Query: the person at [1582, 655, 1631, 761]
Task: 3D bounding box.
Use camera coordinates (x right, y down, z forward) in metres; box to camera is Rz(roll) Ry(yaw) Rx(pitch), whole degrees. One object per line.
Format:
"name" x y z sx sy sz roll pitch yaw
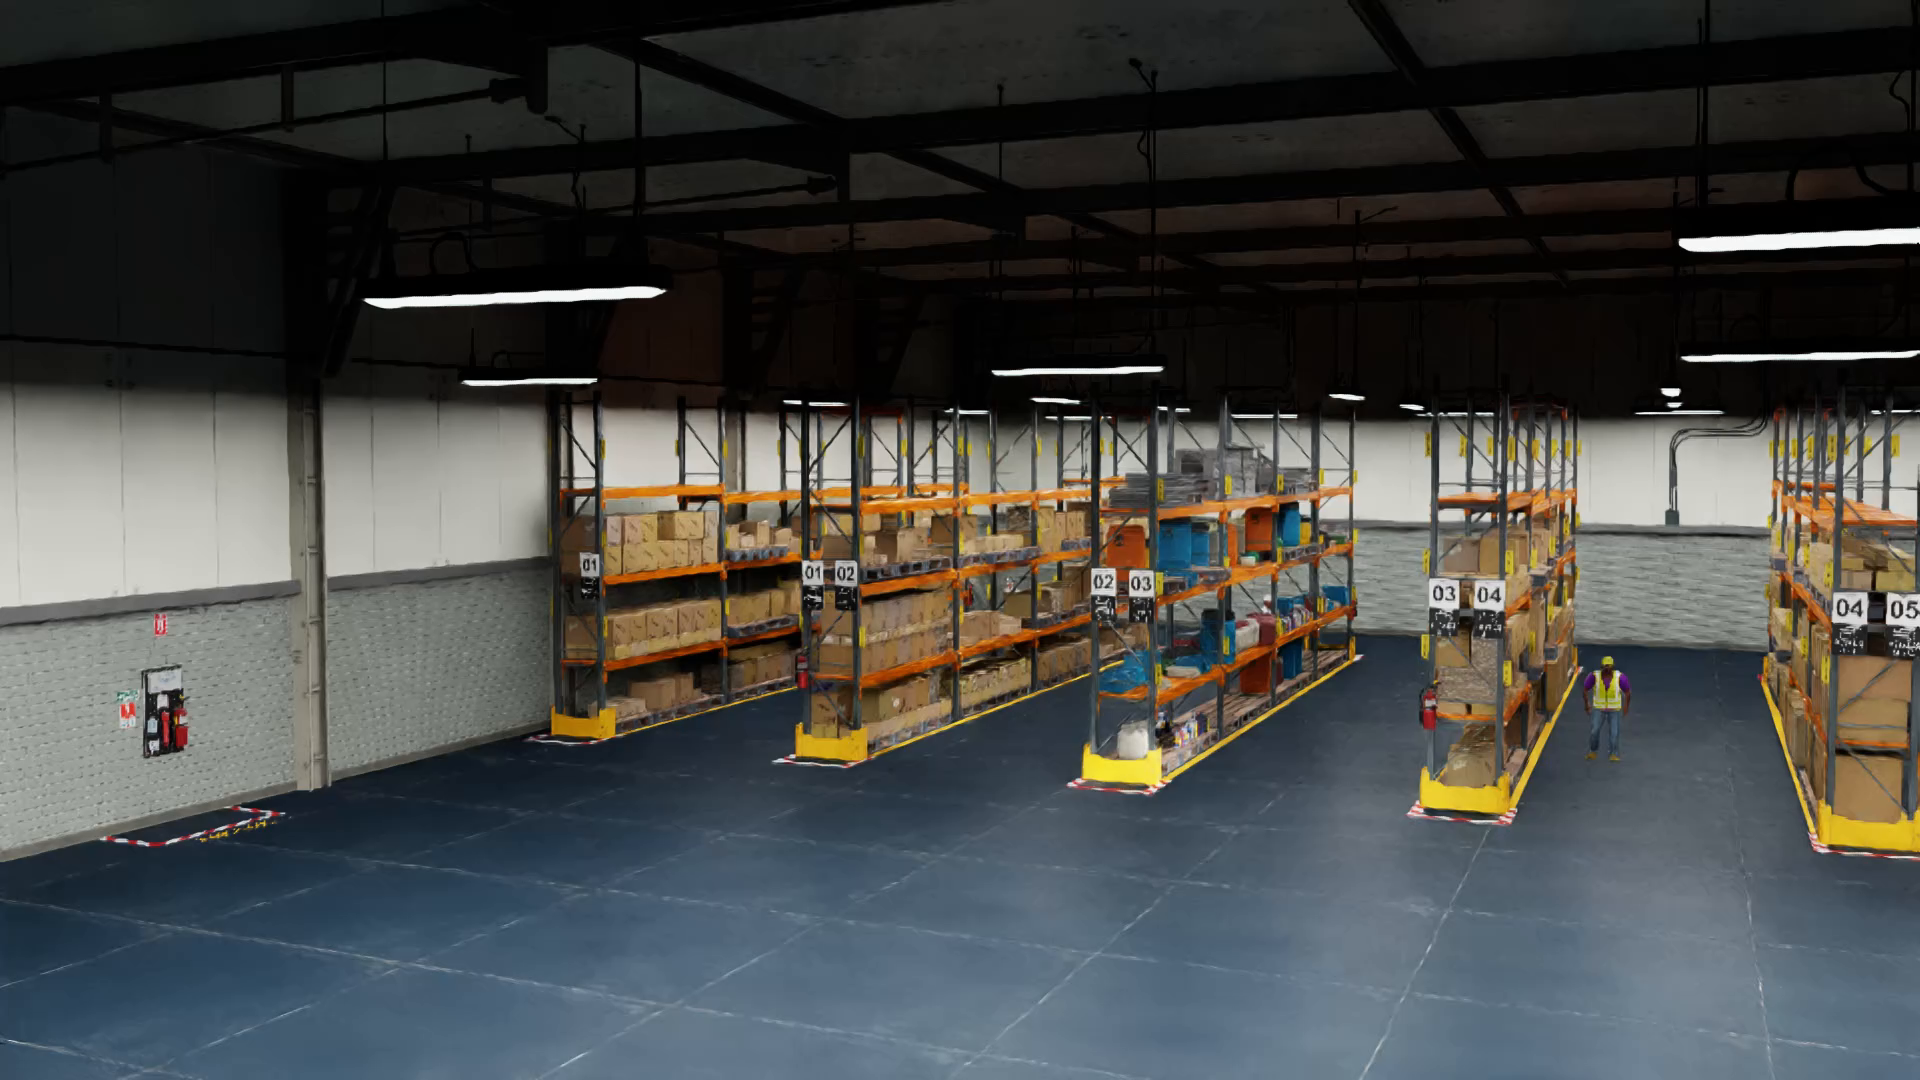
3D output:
"person" 10.326 2.685 26.578 0.719 1.714 0.578 1 3 22

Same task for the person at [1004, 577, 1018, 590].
"person" 1.358 1.759 43.755 0.502 1.611 0.997 1 3 22

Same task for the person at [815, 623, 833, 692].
"person" -2.655 2.375 32.710 0.437 1.645 0.531 0 3 -4

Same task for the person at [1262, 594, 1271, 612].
"person" 6.982 2.084 37.480 0.968 1.726 0.621 -3 4 -43
